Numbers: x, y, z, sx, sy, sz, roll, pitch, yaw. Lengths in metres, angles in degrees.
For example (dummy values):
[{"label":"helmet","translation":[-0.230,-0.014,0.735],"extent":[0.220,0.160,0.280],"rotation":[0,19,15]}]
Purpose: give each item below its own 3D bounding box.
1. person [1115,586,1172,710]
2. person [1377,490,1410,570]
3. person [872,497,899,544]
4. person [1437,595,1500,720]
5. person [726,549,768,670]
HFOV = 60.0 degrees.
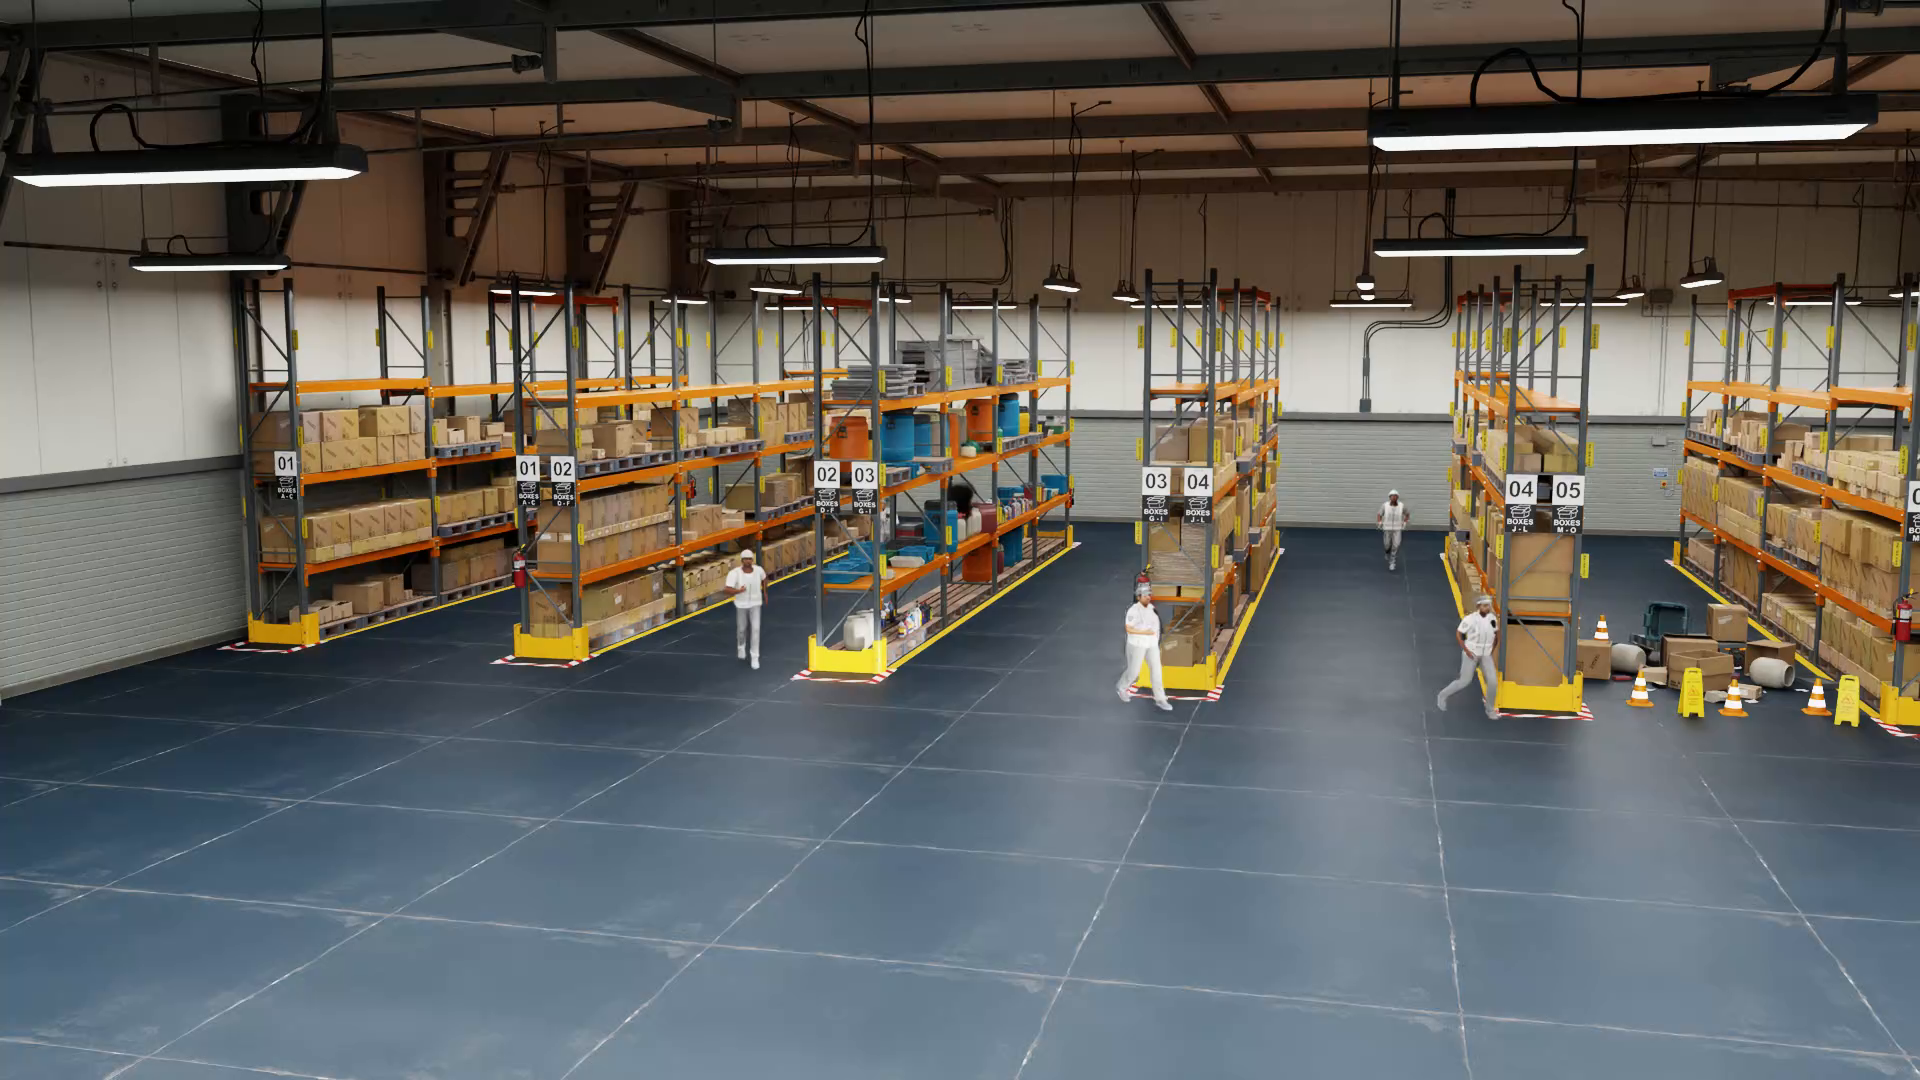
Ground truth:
[{"label":"person","translation":[2.483,1.437,22.582],"extent":[0.613,1.639,0.967],"rotation":[-5,8,-34]},{"label":"person","translation":[9.503,-0.230,36.484],"extent":[0.693,1.742,0.712],"rotation":[2,7,14]},{"label":"person","translation":[-1.606,-0.114,35.948],"extent":[0.611,1.692,0.936],"rotation":[1,7,5]},{"label":"person","translation":[6.863,1.557,22.212],"extent":[0.809,1.684,0.671],"rotation":[-2,7,-18]},{"label":"person","translation":[-3.286,1.033,25.685],"extent":[0.681,1.803,0.897],"rotation":[-2,7,-14]}]
